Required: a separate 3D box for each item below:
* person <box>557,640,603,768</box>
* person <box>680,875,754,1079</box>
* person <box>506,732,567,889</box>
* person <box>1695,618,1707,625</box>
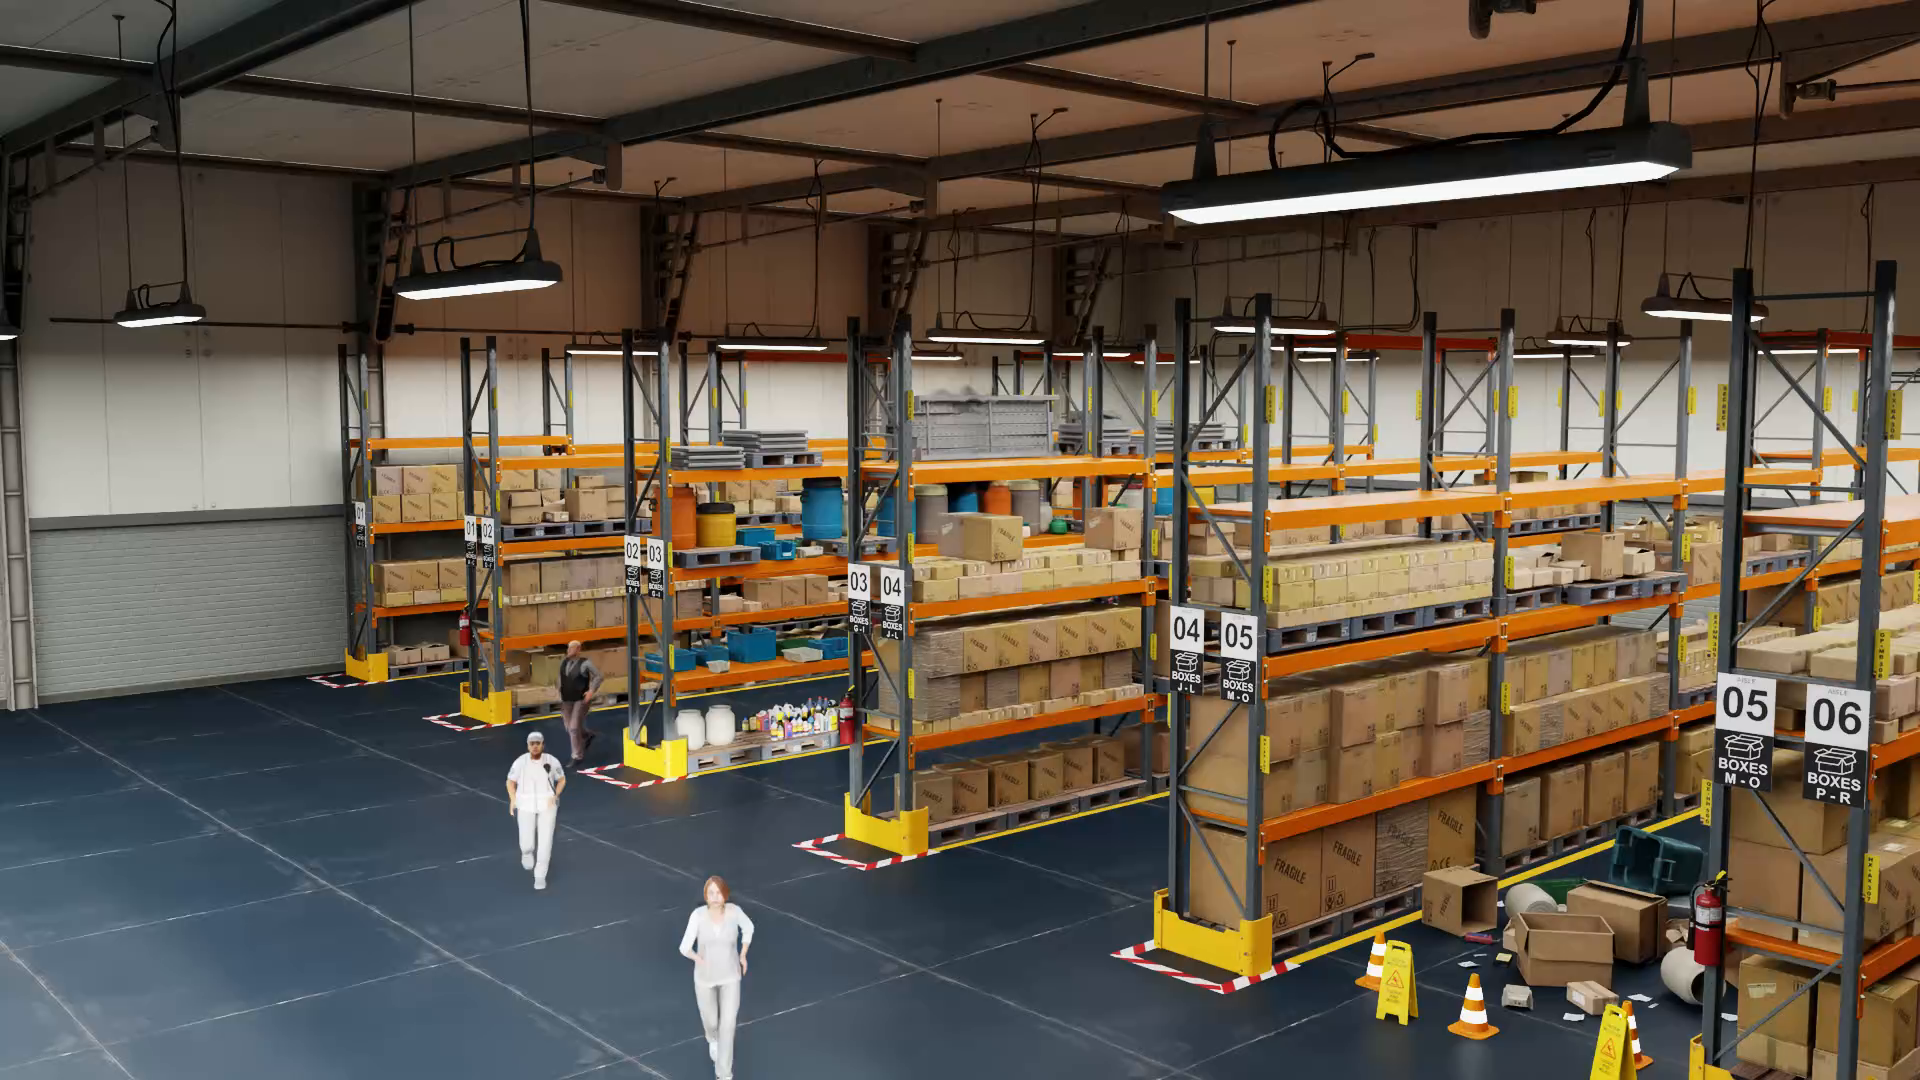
[{"bbox_3d":[-5.313,2.252,23.158,0.714,1.734,0.834,2,6,25],"label":"person"},{"bbox_3d":[-1.790,3.263,12.274,0.540,1.583,0.874,-1,5,-7],"label":"person"},{"bbox_3d":[-4.432,2.811,17.421,0.615,1.628,0.550,-1,5,-13],"label":"person"},{"bbox_3d":[11.659,2.028,25.837,1.027,1.673,0.740,-4,6,-36],"label":"person"}]
